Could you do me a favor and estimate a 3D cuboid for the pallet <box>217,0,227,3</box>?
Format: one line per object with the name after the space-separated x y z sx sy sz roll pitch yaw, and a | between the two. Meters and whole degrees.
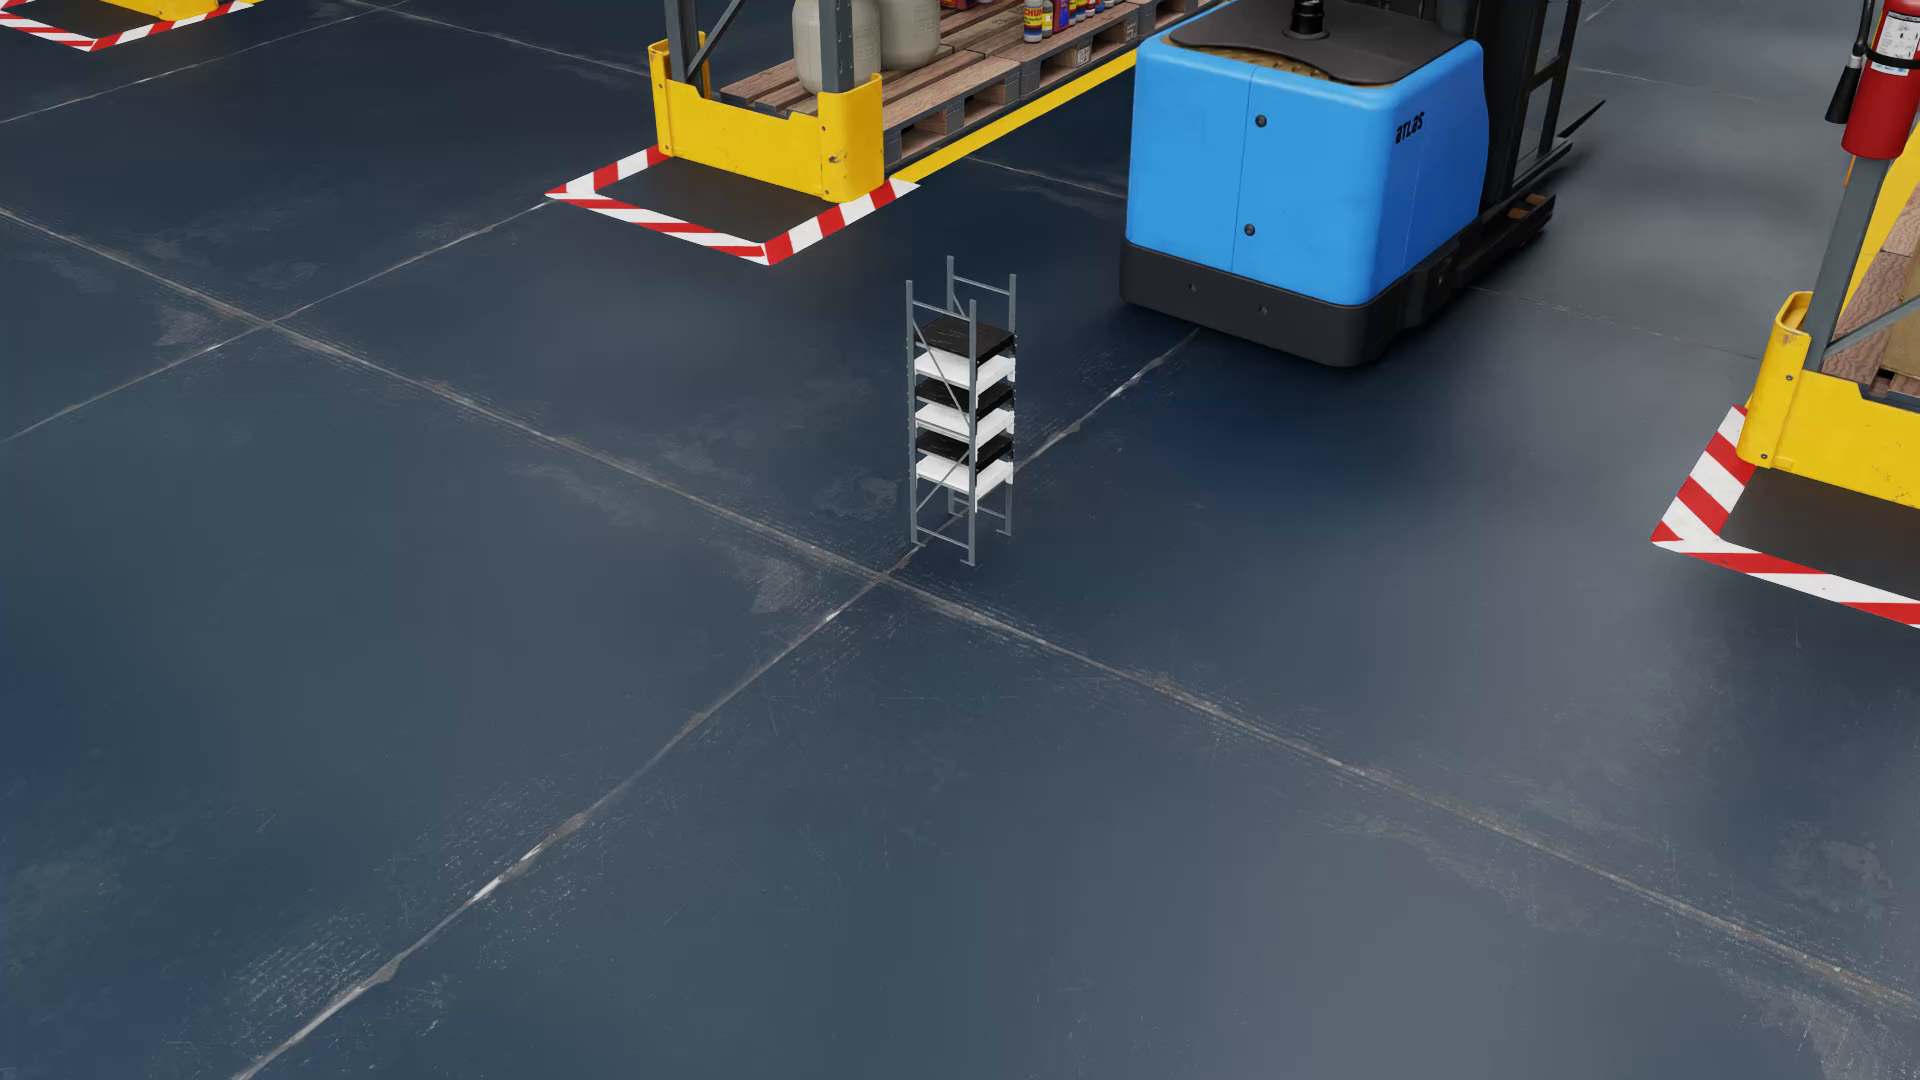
-4.572 -3.756 10.616 1.003 0.211 1.213 21 39 28 | pallet

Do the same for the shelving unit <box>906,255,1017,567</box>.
0.005 -0.376 5.003 0.258 0.900 0.210 21 39 28 | shelving unit

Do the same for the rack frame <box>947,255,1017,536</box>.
0.063 -0.423 5.073 0.240 0.900 0.006 21 39 28 | rack frame

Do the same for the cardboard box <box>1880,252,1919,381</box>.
3.532 -0.801 5.613 0.500 0.500 0.500 -29 43 -35 | cardboard box

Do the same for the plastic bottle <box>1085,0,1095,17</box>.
0.692 -2.969 9.069 0.097 0.201 0.097 0 34 0 | plastic bottle

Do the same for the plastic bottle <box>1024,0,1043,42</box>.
0.383 -2.749 8.680 0.097 0.271 0.097 0 34 0 | plastic bottle

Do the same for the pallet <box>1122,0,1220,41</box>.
0.957 -3.352 10.019 1.003 0.211 1.213 21 39 28 | pallet

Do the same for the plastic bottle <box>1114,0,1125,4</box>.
0.854 -3.158 9.281 0.152 0.276 0.135 22 40 29 | plastic bottle

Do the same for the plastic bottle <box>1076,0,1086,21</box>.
0.636 -2.953 8.982 0.097 0.271 0.097 0 34 0 | plastic bottle

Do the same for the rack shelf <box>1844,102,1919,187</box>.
4.303 -2.003 6.176 1.077 0.370 4.000 21 39 28 | rack shelf

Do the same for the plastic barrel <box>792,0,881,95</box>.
-0.594 -2.433 8.016 0.421 0.512 0.421 0 34 0 | plastic barrel

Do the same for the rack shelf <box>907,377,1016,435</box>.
0.005 -0.423 4.972 0.258 0.077 0.200 21 39 28 | rack shelf

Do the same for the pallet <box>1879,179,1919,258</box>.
4.394 -1.182 6.809 1.003 0.211 1.213 21 39 28 | pallet

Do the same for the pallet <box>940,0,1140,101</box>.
0.262 -2.788 9.185 1.003 0.211 1.213 21 39 28 | pallet

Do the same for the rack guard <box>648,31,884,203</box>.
-0.902 -1.977 7.727 1.175 0.500 0.348 21 39 28 | rack guard

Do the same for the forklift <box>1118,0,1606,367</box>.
1.921 -2.611 6.494 1.130 2.935 3.031 23 40 30 | forklift

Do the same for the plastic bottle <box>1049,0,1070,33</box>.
0.527 -2.852 8.822 0.061 0.283 0.133 22 40 29 | plastic bottle

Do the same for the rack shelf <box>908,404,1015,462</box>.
0.005 -0.349 5.022 0.258 0.077 0.200 21 39 28 | rack shelf

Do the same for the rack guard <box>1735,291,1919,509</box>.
3.206 -0.380 5.365 1.175 0.500 0.348 21 39 28 | rack guard

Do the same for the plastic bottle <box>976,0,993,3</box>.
0.139 -3.110 9.277 0.097 0.201 0.097 0 34 0 | plastic bottle

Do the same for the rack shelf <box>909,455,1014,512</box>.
0.005 -0.200 5.123 0.258 0.077 0.200 21 39 28 | rack shelf

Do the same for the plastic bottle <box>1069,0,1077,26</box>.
0.579 -2.907 8.914 0.097 0.271 0.097 0 34 0 | plastic bottle

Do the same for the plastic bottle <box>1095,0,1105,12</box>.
0.751 -3.046 9.120 0.097 0.271 0.097 0 34 0 | plastic bottle

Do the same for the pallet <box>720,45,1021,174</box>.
-0.434 -2.229 8.358 1.003 0.211 1.213 21 39 28 | pallet

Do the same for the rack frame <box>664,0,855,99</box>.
-0.907 -2.962 6.953 1.000 3.000 0.127 21 39 28 | rack frame

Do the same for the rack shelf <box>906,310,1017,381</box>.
0.005 -0.573 4.871 0.258 0.077 0.200 21 39 28 | rack shelf

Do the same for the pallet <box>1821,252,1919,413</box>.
3.698 -0.623 5.982 1.003 0.211 1.213 21 39 28 | pallet

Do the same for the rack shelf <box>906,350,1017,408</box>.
0.005 -0.498 4.921 0.258 0.077 0.200 21 39 28 | rack shelf

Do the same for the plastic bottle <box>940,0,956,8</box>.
-0.053 -3.109 9.208 0.152 0.276 0.135 22 40 29 | plastic bottle

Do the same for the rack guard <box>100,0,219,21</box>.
-4.987 -3.500 9.979 1.175 0.500 0.348 21 39 28 | rack guard

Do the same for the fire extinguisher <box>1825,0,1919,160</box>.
2.718 -1.443 4.775 0.296 0.674 0.183 21 39 28 | fire extinguisher

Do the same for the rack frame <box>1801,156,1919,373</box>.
3.162 -1.380 4.613 1.000 3.000 0.127 21 39 28 | rack frame

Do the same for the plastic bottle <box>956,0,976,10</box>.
0.034 -3.078 9.156 0.061 0.283 0.133 21 39 28 | plastic bottle

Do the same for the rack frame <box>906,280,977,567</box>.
-0.053 -0.330 4.934 0.240 0.900 0.006 21 39 28 | rack frame

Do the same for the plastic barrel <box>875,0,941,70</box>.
-0.308 -2.664 8.357 0.421 0.512 0.421 0 34 0 | plastic barrel

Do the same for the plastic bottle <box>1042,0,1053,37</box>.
0.442 -2.768 8.770 0.097 0.201 0.097 0 34 0 | plastic bottle

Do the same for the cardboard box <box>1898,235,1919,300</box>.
3.845 -1.087 6.036 0.500 0.500 0.500 -25 41 -32 | cardboard box

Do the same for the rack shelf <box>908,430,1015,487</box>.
0.005 -0.274 5.073 0.258 0.077 0.200 21 39 28 | rack shelf

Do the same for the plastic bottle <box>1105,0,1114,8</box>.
0.809 -3.064 9.209 0.097 0.201 0.097 0 34 0 | plastic bottle
